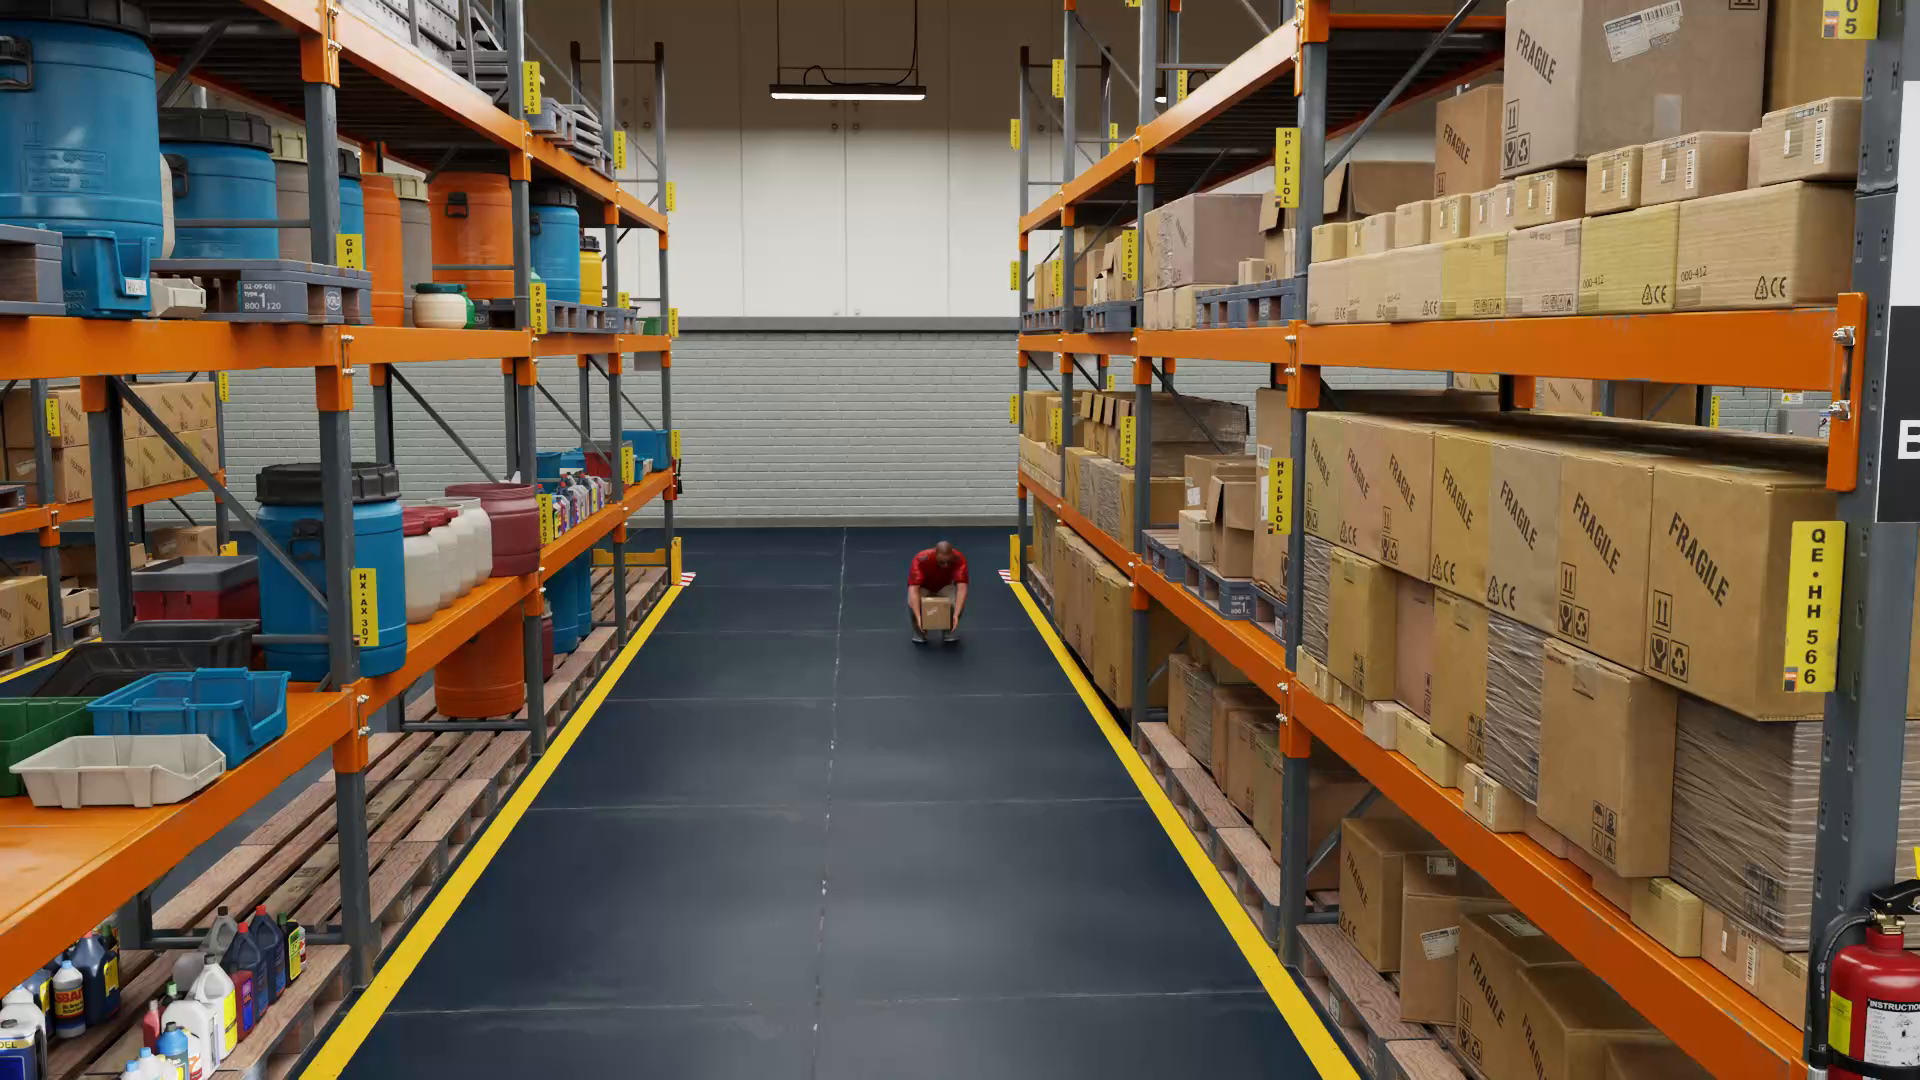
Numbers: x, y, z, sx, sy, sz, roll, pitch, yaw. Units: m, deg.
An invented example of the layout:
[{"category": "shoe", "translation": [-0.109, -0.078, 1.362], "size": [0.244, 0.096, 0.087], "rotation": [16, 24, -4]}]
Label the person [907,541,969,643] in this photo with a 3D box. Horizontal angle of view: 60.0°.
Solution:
[{"category": "person", "translation": [-0.206, 0.465, 15.181], "size": [0.558, 0.964, 0.878], "rotation": [0, 7, -4]}]
